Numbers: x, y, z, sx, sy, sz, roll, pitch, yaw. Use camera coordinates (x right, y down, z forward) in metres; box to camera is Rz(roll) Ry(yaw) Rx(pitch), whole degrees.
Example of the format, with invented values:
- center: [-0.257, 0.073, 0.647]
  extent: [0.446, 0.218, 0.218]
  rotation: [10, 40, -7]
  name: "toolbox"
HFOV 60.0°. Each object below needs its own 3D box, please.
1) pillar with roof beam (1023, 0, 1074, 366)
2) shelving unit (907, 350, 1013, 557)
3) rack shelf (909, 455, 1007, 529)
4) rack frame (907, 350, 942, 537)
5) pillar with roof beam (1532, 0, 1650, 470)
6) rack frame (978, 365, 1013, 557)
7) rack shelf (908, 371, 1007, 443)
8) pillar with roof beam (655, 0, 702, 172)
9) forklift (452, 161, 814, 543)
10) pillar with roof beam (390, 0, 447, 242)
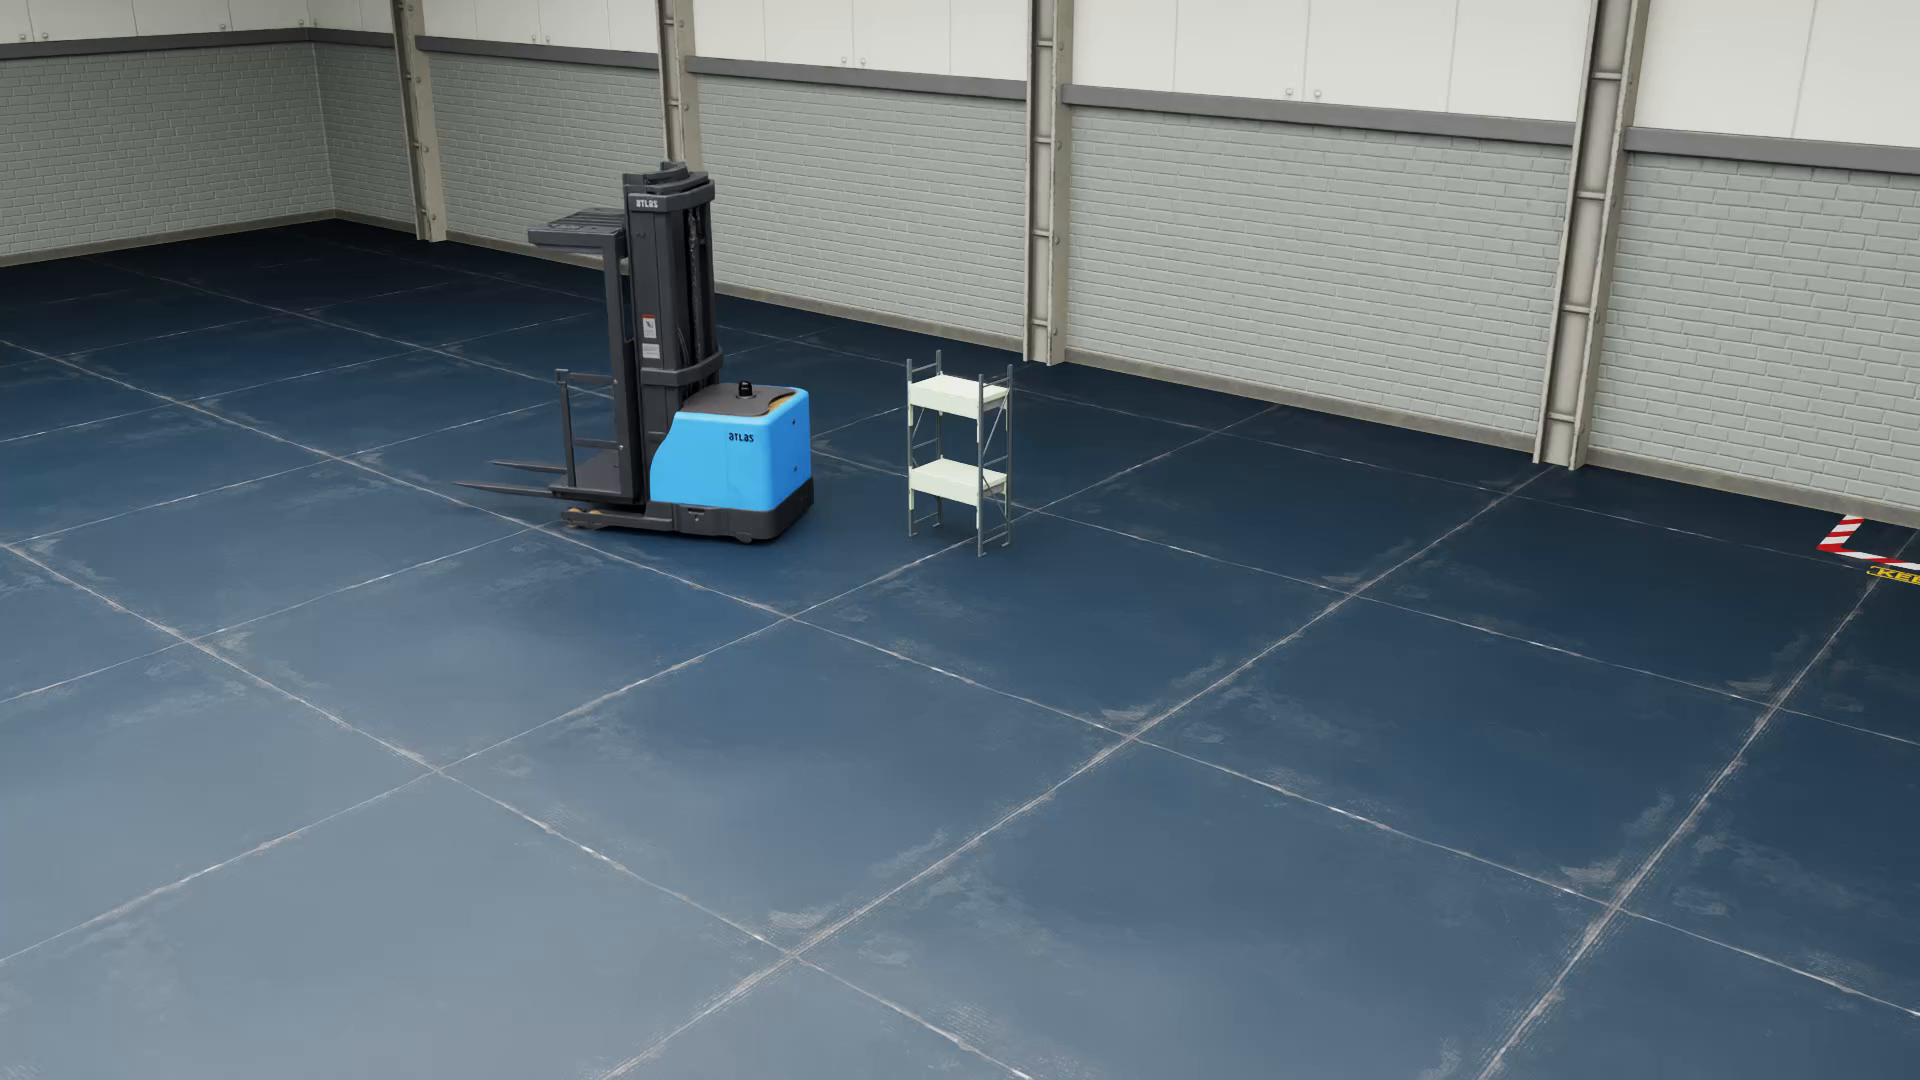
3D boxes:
- center: [-1.750, -5.100, 14.440]
  extent: [0.400, 9.000, 9.100]
  rotation: [16, 26, 36]
  name: "pillar with roof beam"
- center: [-0.005, -0.703, 13.407]
  extent: [0.755, 1.500, 0.431]
  rotation: [16, 26, 36]
  name: "shelving unit"
- center: [-0.005, -0.398, 13.523]
  extent: [0.720, 0.370, 0.431]
  rotation: [16, 26, 36]
  name: "rack shelf"
- center: [-0.289, -0.785, 13.624]
  extent: [0.023, 1.500, 0.400]
  rotation: [16, 26, 36]
  name: "rack frame"
- center: [2.899, -3.762, 10.890]
  extent: [0.400, 9.000, 9.100]
  rotation: [16, 26, 36]
  name: "pillar with roof beam"
- center: [0.278, -0.622, 13.191]
  extent: [0.023, 1.500, 0.400]
  rotation: [16, 26, 36]
  name: "rack frame"
- center: [-0.005, -1.068, 13.270]
  extent: [0.720, 0.370, 0.431]
  rotation: [16, 26, 36]
  name: "rack shelf"
- center: [-6.398, -6.439, 17.989]
  extent: [0.400, 9.000, 9.100]
  rotation: [16, 26, 36]
  name: "pillar with roof beam"
- center: [-2.834, -1.622, 13.816]
  extent: [3.031, 2.935, 1.130]
  rotation: [6, 21, 15]
  name: "forklift"
- center: [-11.047, -7.778, 21.539]
  extent: [0.400, 9.000, 9.100]
  rotation: [16, 26, 36]
  name: "pillar with roof beam"
